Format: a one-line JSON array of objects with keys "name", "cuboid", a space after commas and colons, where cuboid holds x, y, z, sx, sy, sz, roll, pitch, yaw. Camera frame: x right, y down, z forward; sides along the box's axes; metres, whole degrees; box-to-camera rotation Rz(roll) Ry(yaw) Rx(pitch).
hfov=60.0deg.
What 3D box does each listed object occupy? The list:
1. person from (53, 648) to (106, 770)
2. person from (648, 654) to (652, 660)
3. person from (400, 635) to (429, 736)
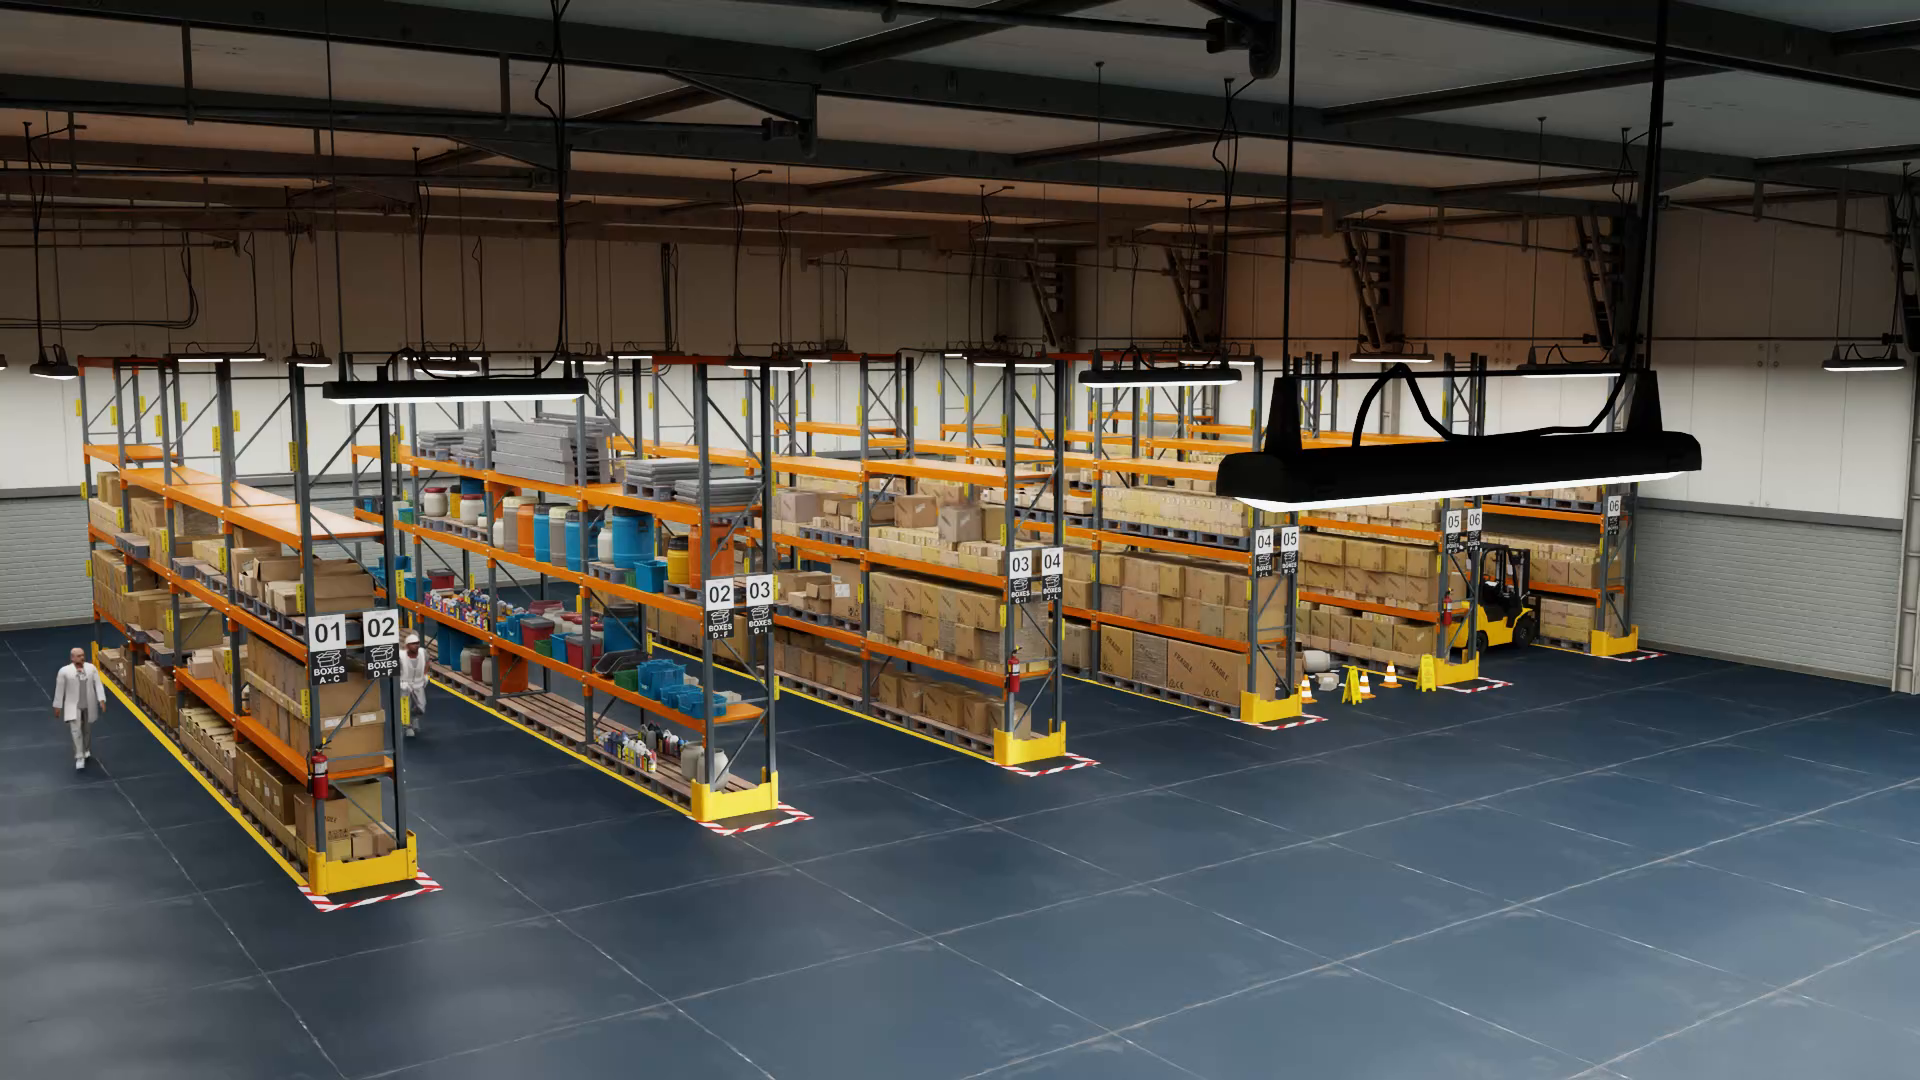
[{"name": "person", "cuboid": [-13.058, 2.459, 24.692, 0.673, 1.717, 1.114, -6, 9, -39]}, {"name": "person", "cuboid": [-5.680, 2.022, 28.966, 1.039, 1.576, 0.526, 7, 10, 44]}, {"name": "person", "cuboid": [-8.719, 2.309, 26.366, 0.663, 1.683, 0.652, -4, 8, -28]}]
